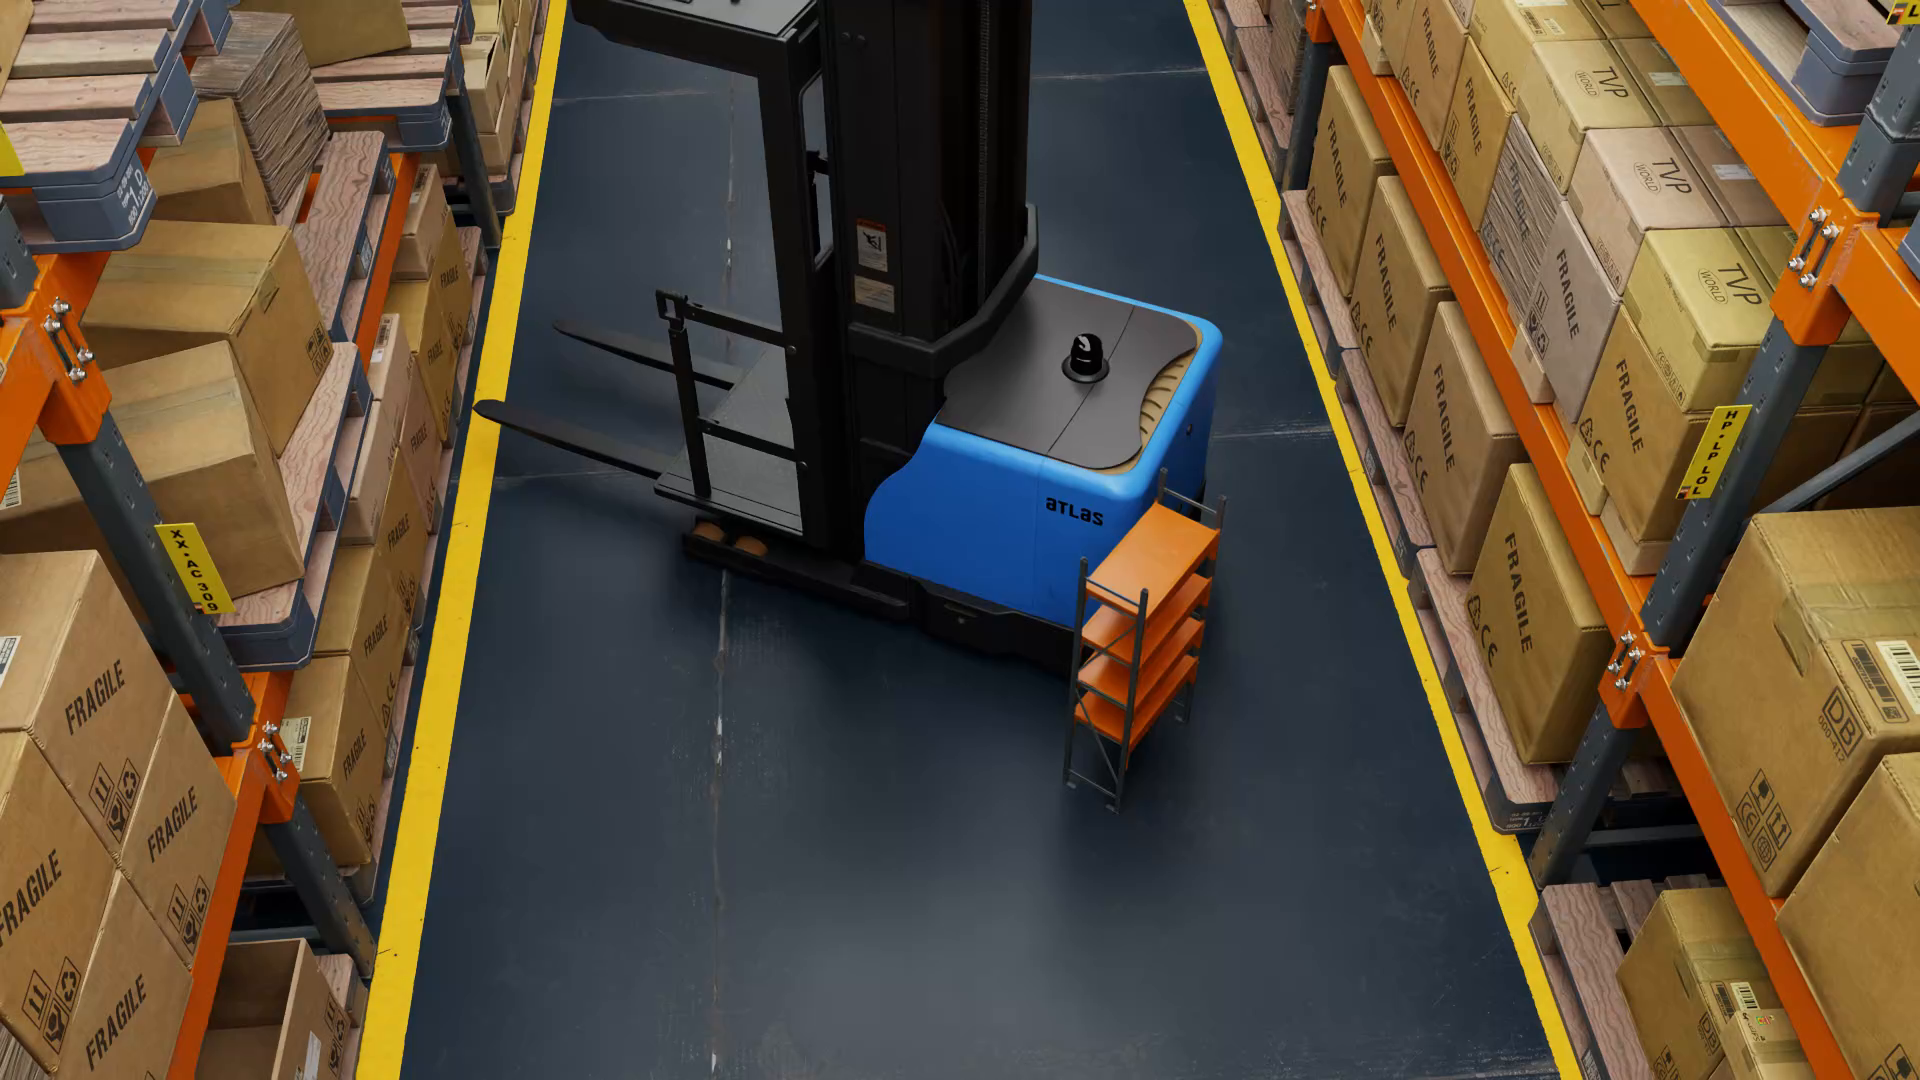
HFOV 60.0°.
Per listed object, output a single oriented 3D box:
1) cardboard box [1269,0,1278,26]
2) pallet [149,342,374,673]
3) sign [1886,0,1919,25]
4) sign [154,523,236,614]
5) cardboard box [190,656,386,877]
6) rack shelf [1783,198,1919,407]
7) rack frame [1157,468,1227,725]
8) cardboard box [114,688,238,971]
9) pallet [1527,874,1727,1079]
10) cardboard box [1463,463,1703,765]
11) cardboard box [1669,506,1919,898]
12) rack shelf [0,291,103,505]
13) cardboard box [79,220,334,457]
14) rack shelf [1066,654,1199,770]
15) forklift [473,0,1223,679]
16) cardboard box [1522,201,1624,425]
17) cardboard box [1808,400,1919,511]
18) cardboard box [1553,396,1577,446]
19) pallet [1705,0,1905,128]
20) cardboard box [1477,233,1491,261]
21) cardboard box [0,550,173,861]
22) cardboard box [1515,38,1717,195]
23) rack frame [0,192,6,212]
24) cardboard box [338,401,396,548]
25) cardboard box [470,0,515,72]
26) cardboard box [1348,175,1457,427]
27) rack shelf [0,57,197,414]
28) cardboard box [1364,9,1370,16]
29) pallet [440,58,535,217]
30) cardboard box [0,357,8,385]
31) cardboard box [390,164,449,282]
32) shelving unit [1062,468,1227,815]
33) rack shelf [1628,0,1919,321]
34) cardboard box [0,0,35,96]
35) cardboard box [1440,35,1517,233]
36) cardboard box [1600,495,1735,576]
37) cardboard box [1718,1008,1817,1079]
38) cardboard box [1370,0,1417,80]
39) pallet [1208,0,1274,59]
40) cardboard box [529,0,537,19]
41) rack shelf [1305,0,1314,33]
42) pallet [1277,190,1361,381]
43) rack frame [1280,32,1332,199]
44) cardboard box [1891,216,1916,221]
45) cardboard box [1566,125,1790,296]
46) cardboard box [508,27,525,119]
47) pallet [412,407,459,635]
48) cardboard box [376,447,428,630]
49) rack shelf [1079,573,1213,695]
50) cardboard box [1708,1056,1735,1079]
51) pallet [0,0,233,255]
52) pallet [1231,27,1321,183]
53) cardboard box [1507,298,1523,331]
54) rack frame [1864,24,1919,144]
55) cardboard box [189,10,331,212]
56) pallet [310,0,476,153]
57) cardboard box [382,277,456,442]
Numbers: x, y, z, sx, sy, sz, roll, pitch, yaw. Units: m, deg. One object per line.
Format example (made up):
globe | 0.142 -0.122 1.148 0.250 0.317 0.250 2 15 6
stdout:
cardboard box | 2.111 -2.976 9.058 0.700 0.500 0.500 -4 47 -3
pallet | -2.409 -0.108 5.055 1.003 0.211 1.213 -3 47 -3
sign | 1.945 -1.170 3.290 0.100 0.325 0.005 -3 47 -3
sign | -1.911 0.075 4.153 0.100 0.325 0.005 -3 47 -3
cardboard box | -2.248 0.755 5.524 0.500 0.500 0.500 -5 47 -5
rack shelf | 2.653 0.770 2.521 1.077 0.370 4.000 -3 47 -3
rack frame | 0.756 0.228 5.843 0.240 1.200 0.015 27 52 23
cardboard box | -2.153 0.723 4.067 0.500 0.500 0.500 -3 47 -3
pallet | 2.471 1.621 5.206 1.003 0.211 1.213 -3 47 -3
cardboard box | 2.301 0.240 5.785 0.750 0.750 0.750 -3 47 -3
cardboard box | 2.514 0.398 4.237 0.980 0.700 0.700 -3 47 -3
rack shelf | -2.283 1.074 2.233 1.077 0.370 4.000 -3 47 -3
cardboard box | -2.388 -0.618 5.047 0.700 0.500 0.500 3 47 3
rack shelf | 0.615 0.555 5.899 0.258 0.148 0.480 27 52 23
forklift | -0.570 -1.192 5.997 3.031 2.935 1.130 18 49 16
cardboard box | 2.143 -0.723 5.218 0.500 0.500 0.500 -3 47 -3
cardboard box | 2.698 -0.384 4.897 0.500 0.500 0.500 -5 47 -5
cardboard box | 2.154 -0.412 5.370 0.380 0.149 0.250 -2 47 -2
pallet | 2.359 -1.519 4.325 0.805 0.209 1.217 -5 47 -5
cardboard box | 2.101 -1.155 6.074 0.380 0.149 0.250 -2 47 -2
cardboard box | -2.150 0.383 3.700 0.500 0.500 0.500 -3 47 -3
cardboard box | 2.115 -1.356 5.301 0.500 0.250 0.500 -3 47 -3
rack frame | -2.451 -1.652 2.253 1.000 3.000 0.127 -3 47 -3
cardboard box | -2.332 -0.227 5.937 0.500 0.250 0.500 -3 47 -3
cardboard box | -2.589 -2.651 8.550 0.500 0.311 0.500 -5 47 -4
cardboard box | 2.148 -1.018 6.976 0.750 0.750 0.750 -4 47 -3
rack shelf | -2.618 -1.820 4.974 1.077 0.370 4.000 -3 47 -3
cardboard box | 1.960 -2.272 7.132 0.380 0.149 0.250 -3 47 -3
pallet | -2.816 -2.122 8.751 1.003 0.211 1.213 -3 47 -3
cardboard box | -2.145 -0.233 3.079 0.500 0.250 0.500 -3 47 -3
cardboard box | -2.464 -1.330 6.982 0.500 0.250 0.500 -2 47 -2
shelving unit | 0.616 0.373 5.706 0.258 1.200 0.503 27 52 23
rack shelf | 2.318 -2.124 5.261 1.077 0.370 4.000 -3 47 -3
cardboard box | -2.419 -1.202 3.466 0.600 0.600 0.600 -8 47 -7
cardboard box | 2.062 -1.448 5.905 0.500 0.500 0.500 -2 47 -2
cardboard box | 2.175 -0.040 5.018 0.380 0.149 0.250 -3 47 -3
cardboard box | 2.293 1.406 4.475 0.380 0.149 0.250 -2 47 -2
cardboard box | 1.971 -2.184 6.601 0.500 0.500 0.500 -2 47 -2
pallet | 1.988 -3.274 9.842 1.003 0.211 1.213 -3 47 -3
cardboard box | -2.672 -3.189 9.445 0.500 0.250 0.500 -3 47 -2
rack shelf | 1.983 -3.986 9.091 1.077 0.370 4.000 -3 47 -3
pallet | 2.141 -1.253 7.928 1.003 0.211 1.213 -3 47 -3
rack frame | 2.150 -2.787 7.460 1.000 3.000 0.127 -3 47 -3
cardboard box | 2.656 -1.021 4.983 0.500 0.250 0.500 -3 47 -3
cardboard box | 2.158 -0.987 4.951 0.500 0.250 0.500 -3 47 -2
cardboard box | -2.580 -2.442 8.738 0.500 0.250 0.500 -5 47 -4
pallet | -2.662 -0.101 6.837 1.003 0.211 1.213 -3 47 -3
cardboard box | -2.338 0.007 6.232 0.500 0.500 0.500 -3 47 -3
rack shelf | 0.616 0.266 5.592 0.258 0.148 0.480 27 52 23
cardboard box | 2.485 1.733 4.611 0.700 0.500 0.500 -4 47 -4
pallet | -2.435 -1.032 3.861 1.213 0.211 1.003 -3 47 -3
pallet | 2.087 -2.393 9.008 1.003 0.211 1.213 -3 47 -3
cardboard box | 2.118 -0.780 5.719 0.380 0.149 0.250 -3 47 -3
rack frame | 2.485 -1.956 2.541 1.000 3.000 0.127 -3 47 -3
cardboard box | -2.734 -1.540 5.921 0.700 0.500 0.500 4 47 4
pallet | -2.659 -1.931 6.781 1.213 0.211 1.003 -3 47 -3
cardboard box | -2.430 -0.738 6.938 0.500 0.500 0.500 -5 47 -5
